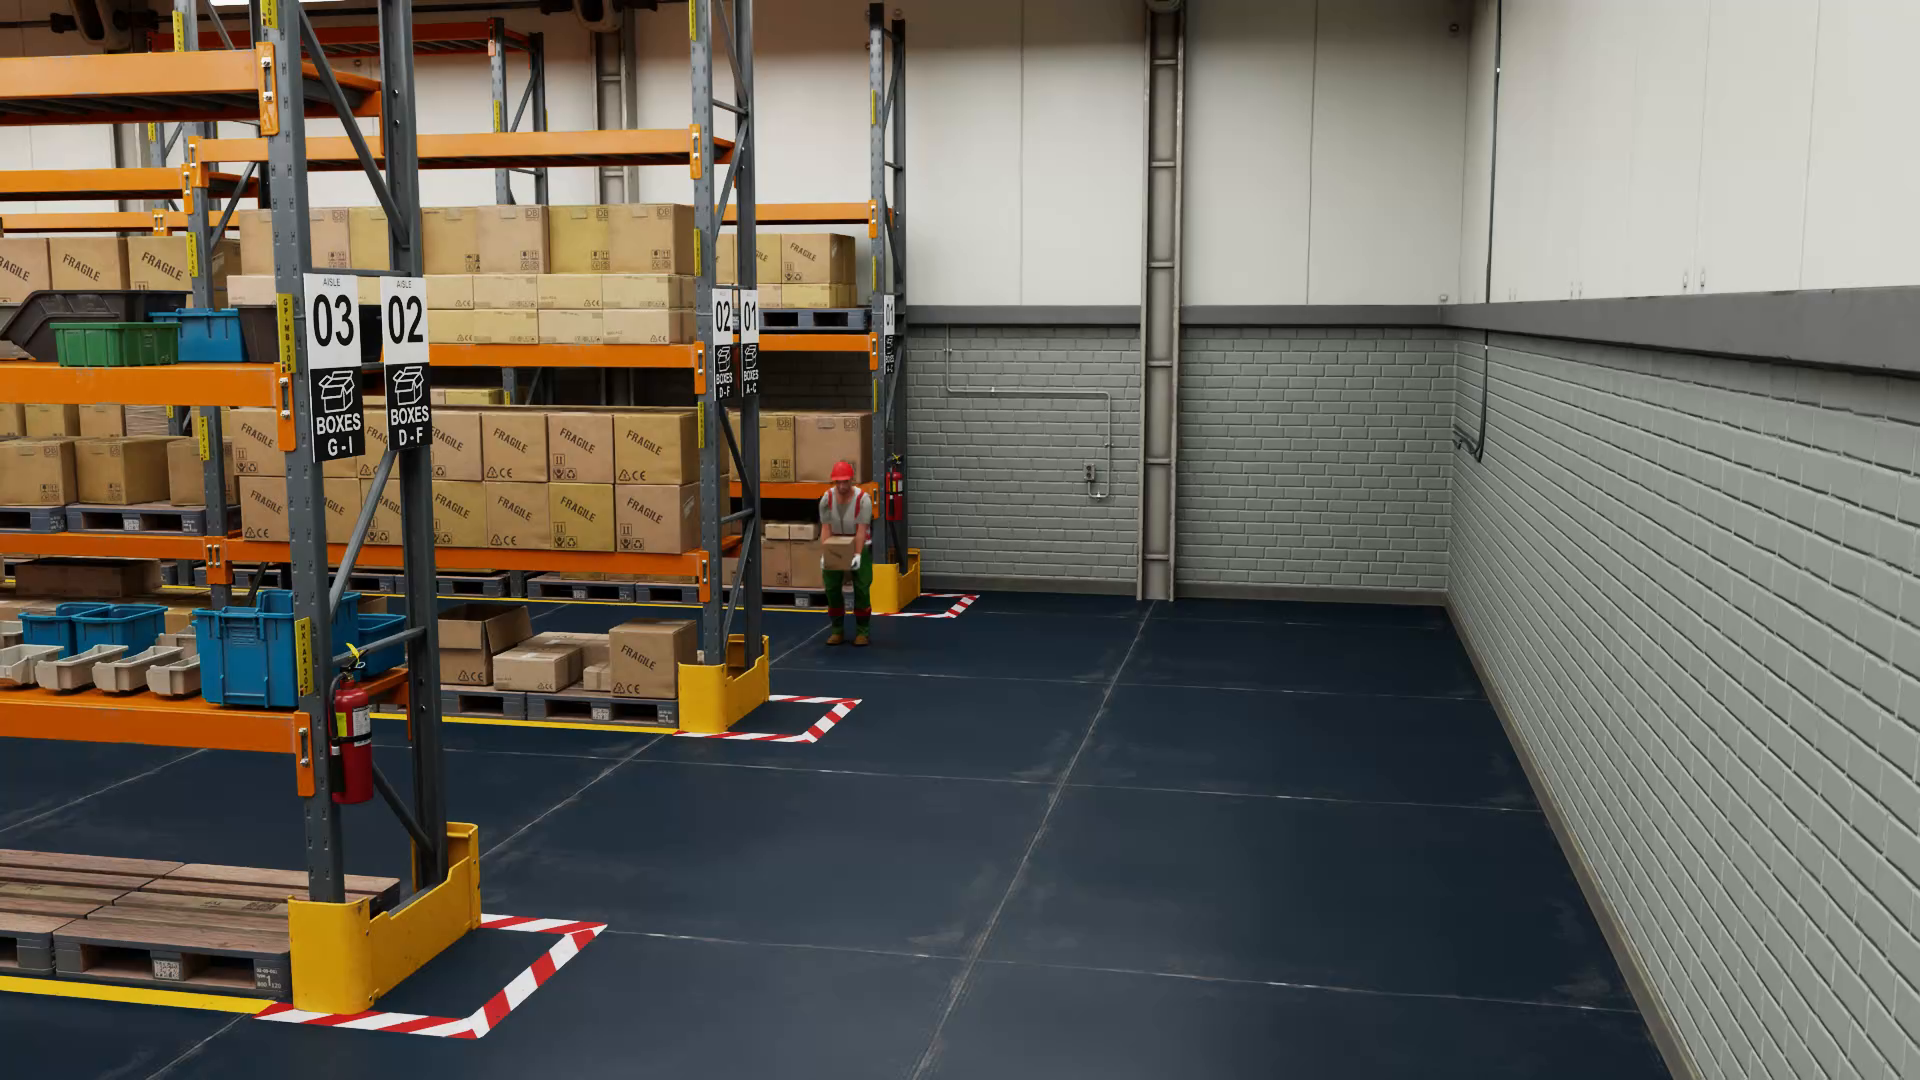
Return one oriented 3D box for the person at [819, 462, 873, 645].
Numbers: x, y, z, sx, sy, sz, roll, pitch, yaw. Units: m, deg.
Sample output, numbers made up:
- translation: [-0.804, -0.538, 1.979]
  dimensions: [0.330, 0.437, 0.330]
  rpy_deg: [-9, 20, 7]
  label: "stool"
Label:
- translation: [-1.034, 0.122, 15.148]
  dimensions: [0.491, 1.702, 0.637]
  rpy_deg: [1, 8, 10]
  label: "person"
